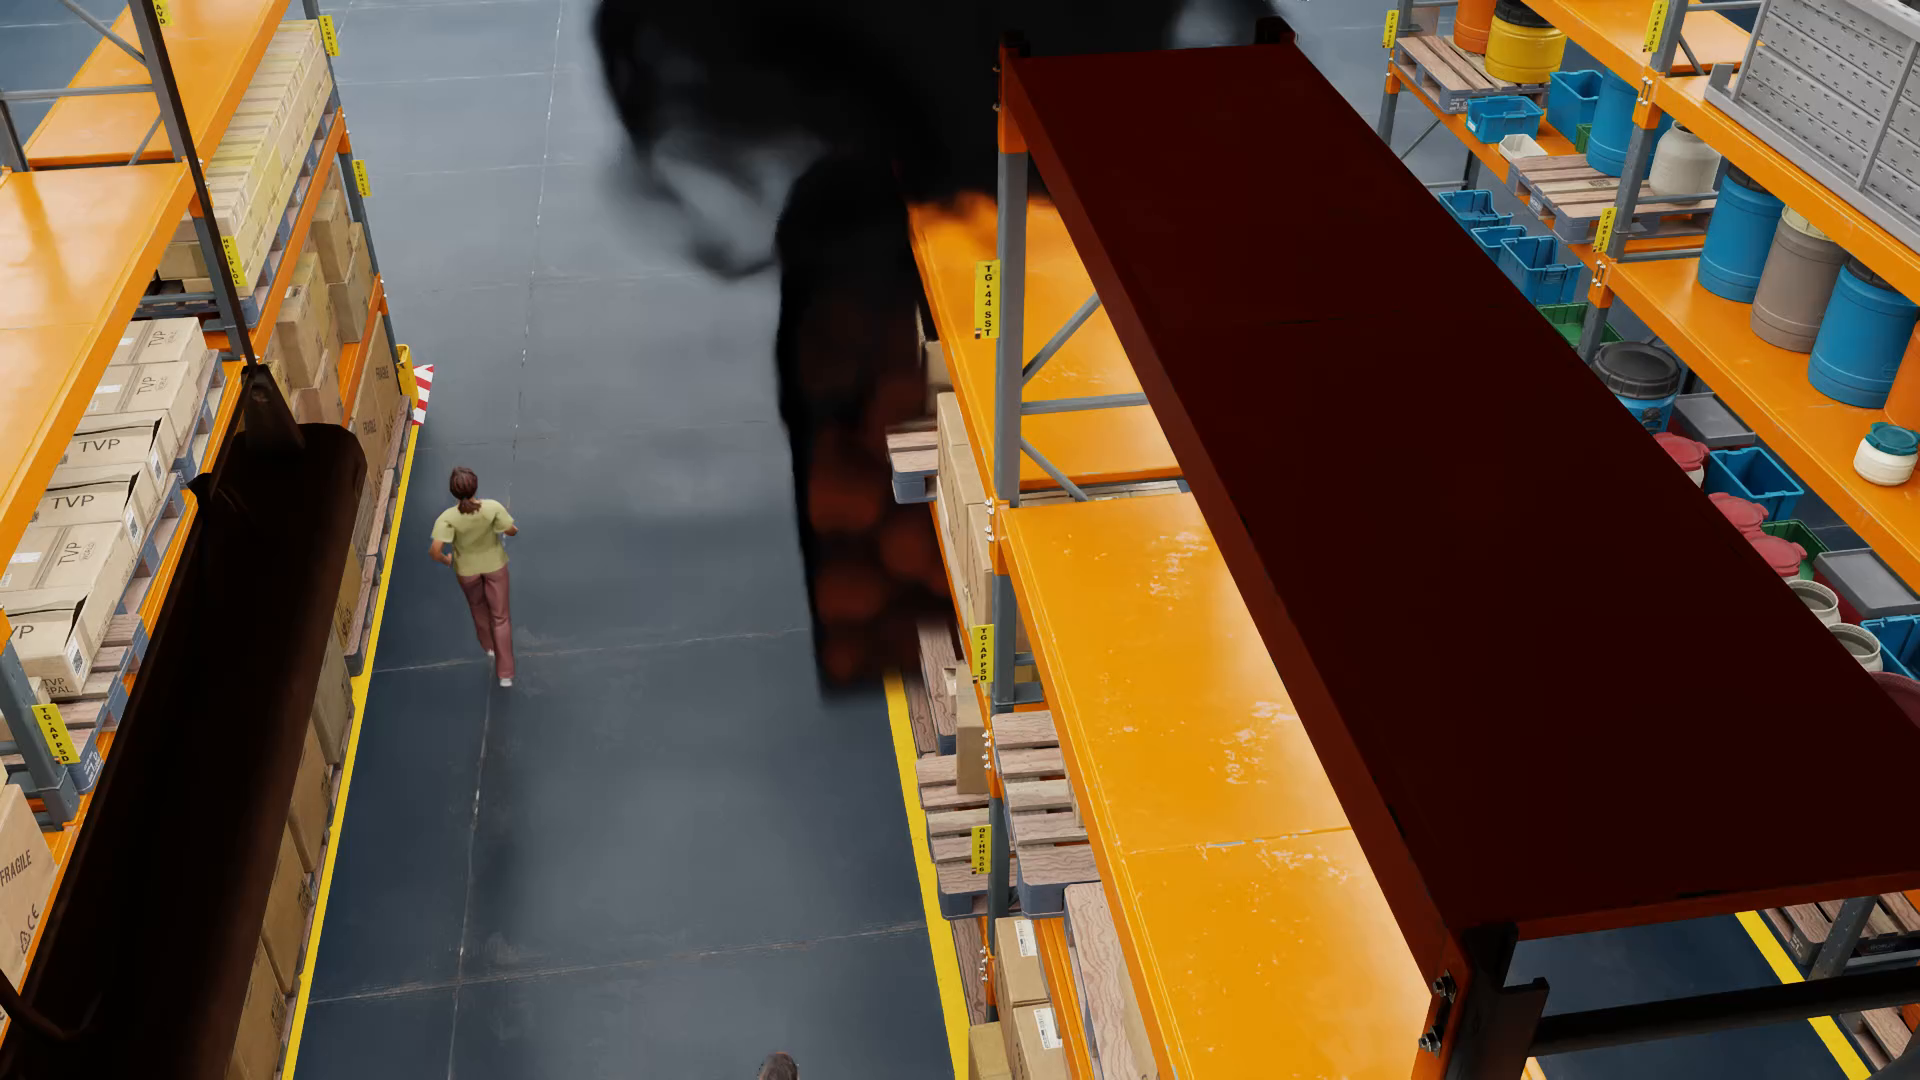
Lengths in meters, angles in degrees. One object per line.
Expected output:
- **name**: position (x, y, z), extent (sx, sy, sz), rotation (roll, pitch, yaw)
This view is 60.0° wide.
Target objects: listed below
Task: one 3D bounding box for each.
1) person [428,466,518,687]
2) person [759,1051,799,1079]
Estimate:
- **person**: position (-3.220, 0.239, 11.220), extent (0.562, 1.744, 0.690), rotation (-8, 37, -11)
- **person**: position (-0.856, 2.947, 7.802), extent (0.611, 1.579, 0.648), rotation (-3, 36, -4)
